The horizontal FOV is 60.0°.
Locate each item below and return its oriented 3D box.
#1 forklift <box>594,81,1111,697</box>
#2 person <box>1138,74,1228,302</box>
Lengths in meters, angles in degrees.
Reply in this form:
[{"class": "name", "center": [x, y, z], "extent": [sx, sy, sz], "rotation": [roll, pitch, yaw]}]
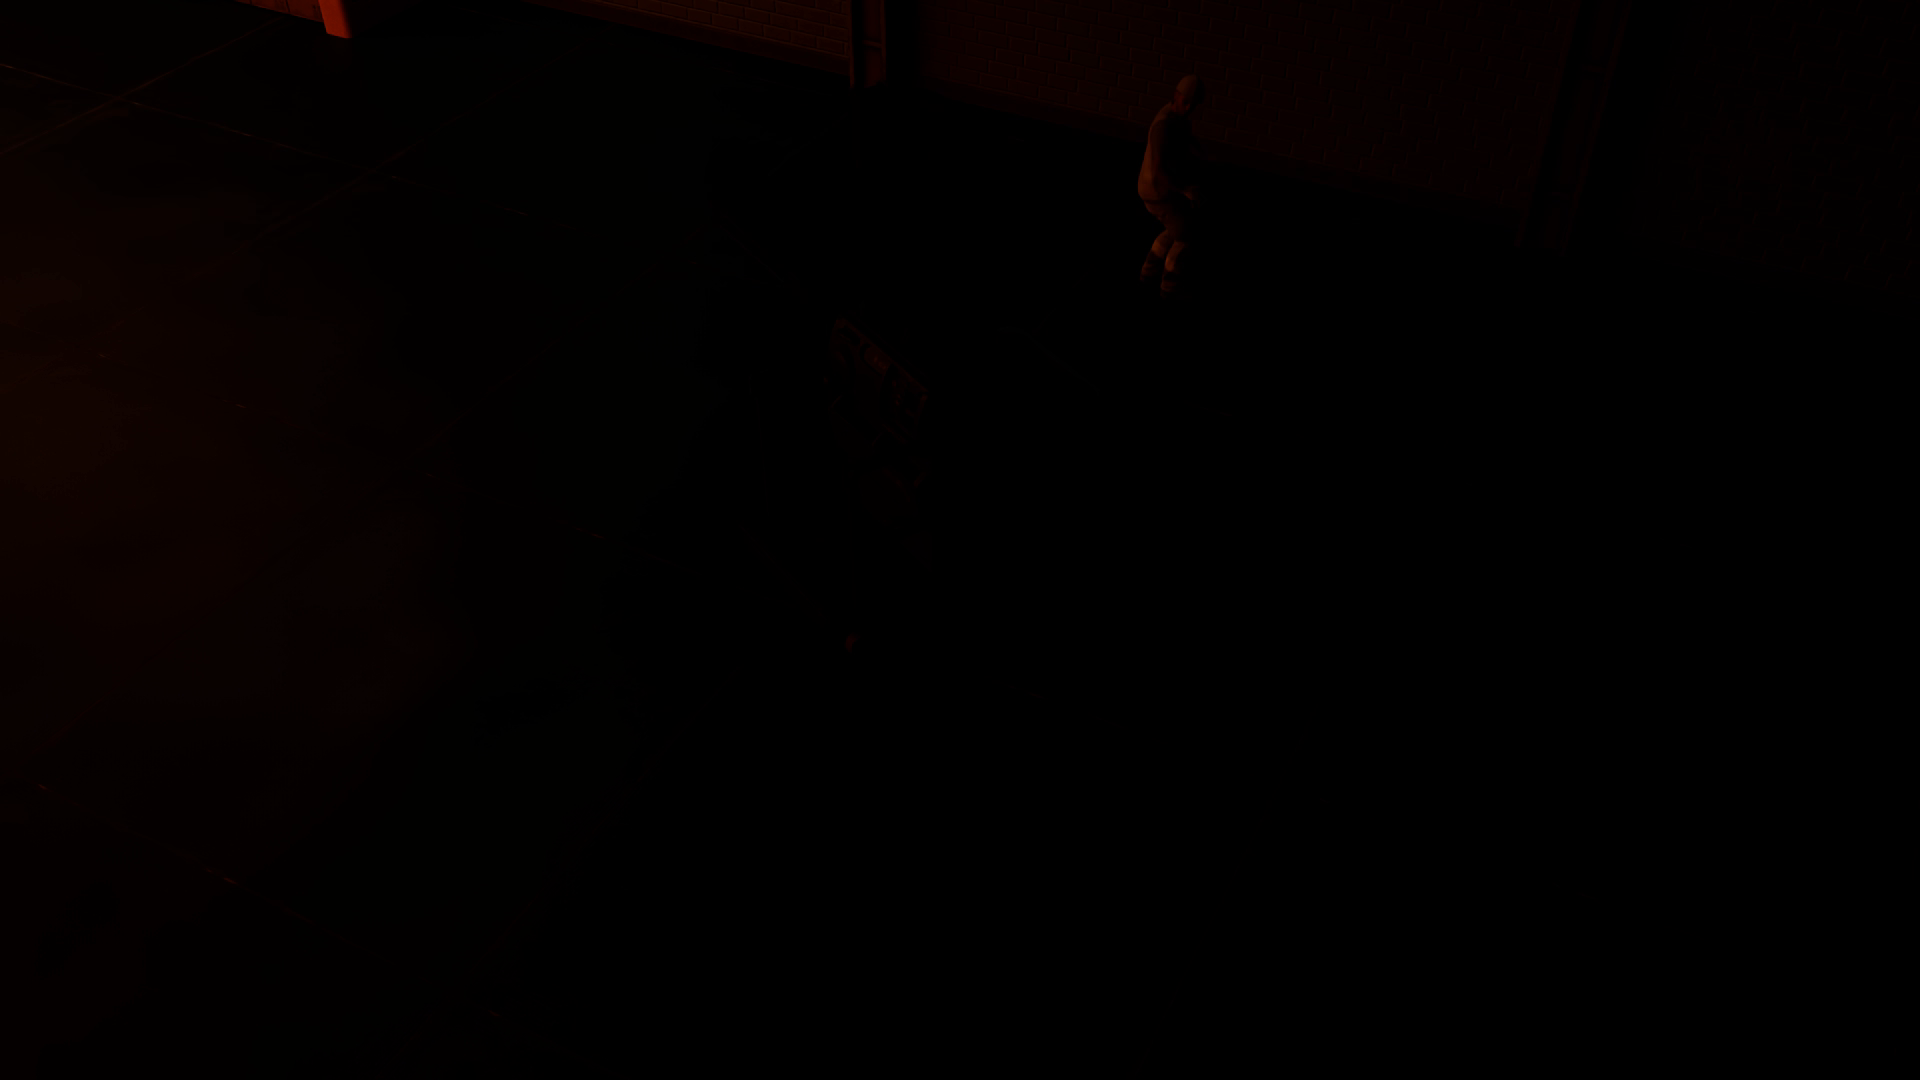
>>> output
[{"class": "forklift", "center": [-0.620, -0.838, 8.982], "extent": [3.031, 2.935, 1.130], "rotation": [-24, 46, -26]}, {"class": "person", "center": [1.598, -2.506, 11.938], "extent": [0.642, 1.732, 0.778], "rotation": [5, 40, 6]}]
